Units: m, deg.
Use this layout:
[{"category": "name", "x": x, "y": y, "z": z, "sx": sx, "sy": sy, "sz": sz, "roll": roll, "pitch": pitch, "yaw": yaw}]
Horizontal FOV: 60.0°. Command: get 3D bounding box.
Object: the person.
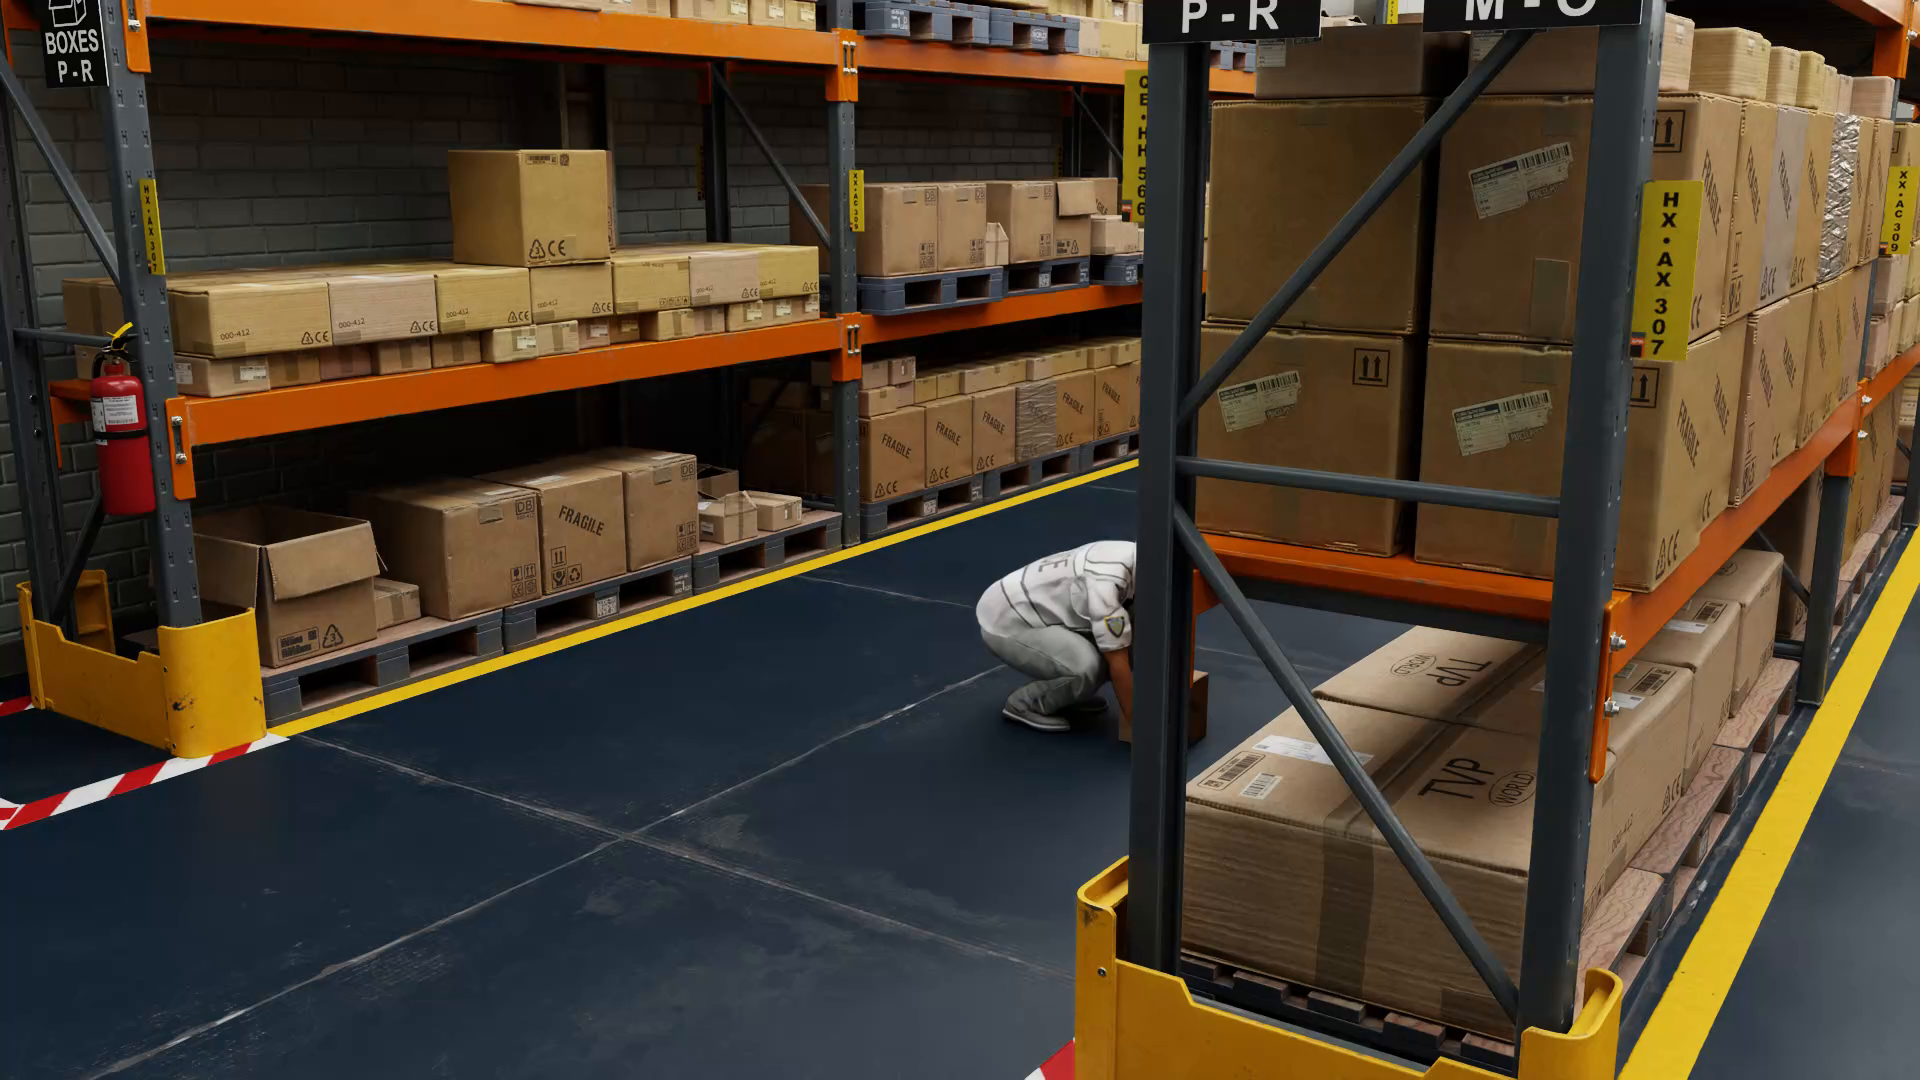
[{"category": "person", "x": 0.503, "y": 0.357, "z": 6.486, "sx": 0.881, "sy": 0.807, "sz": 0.531, "roll": 9, "pitch": 16, "yaw": 33}]
